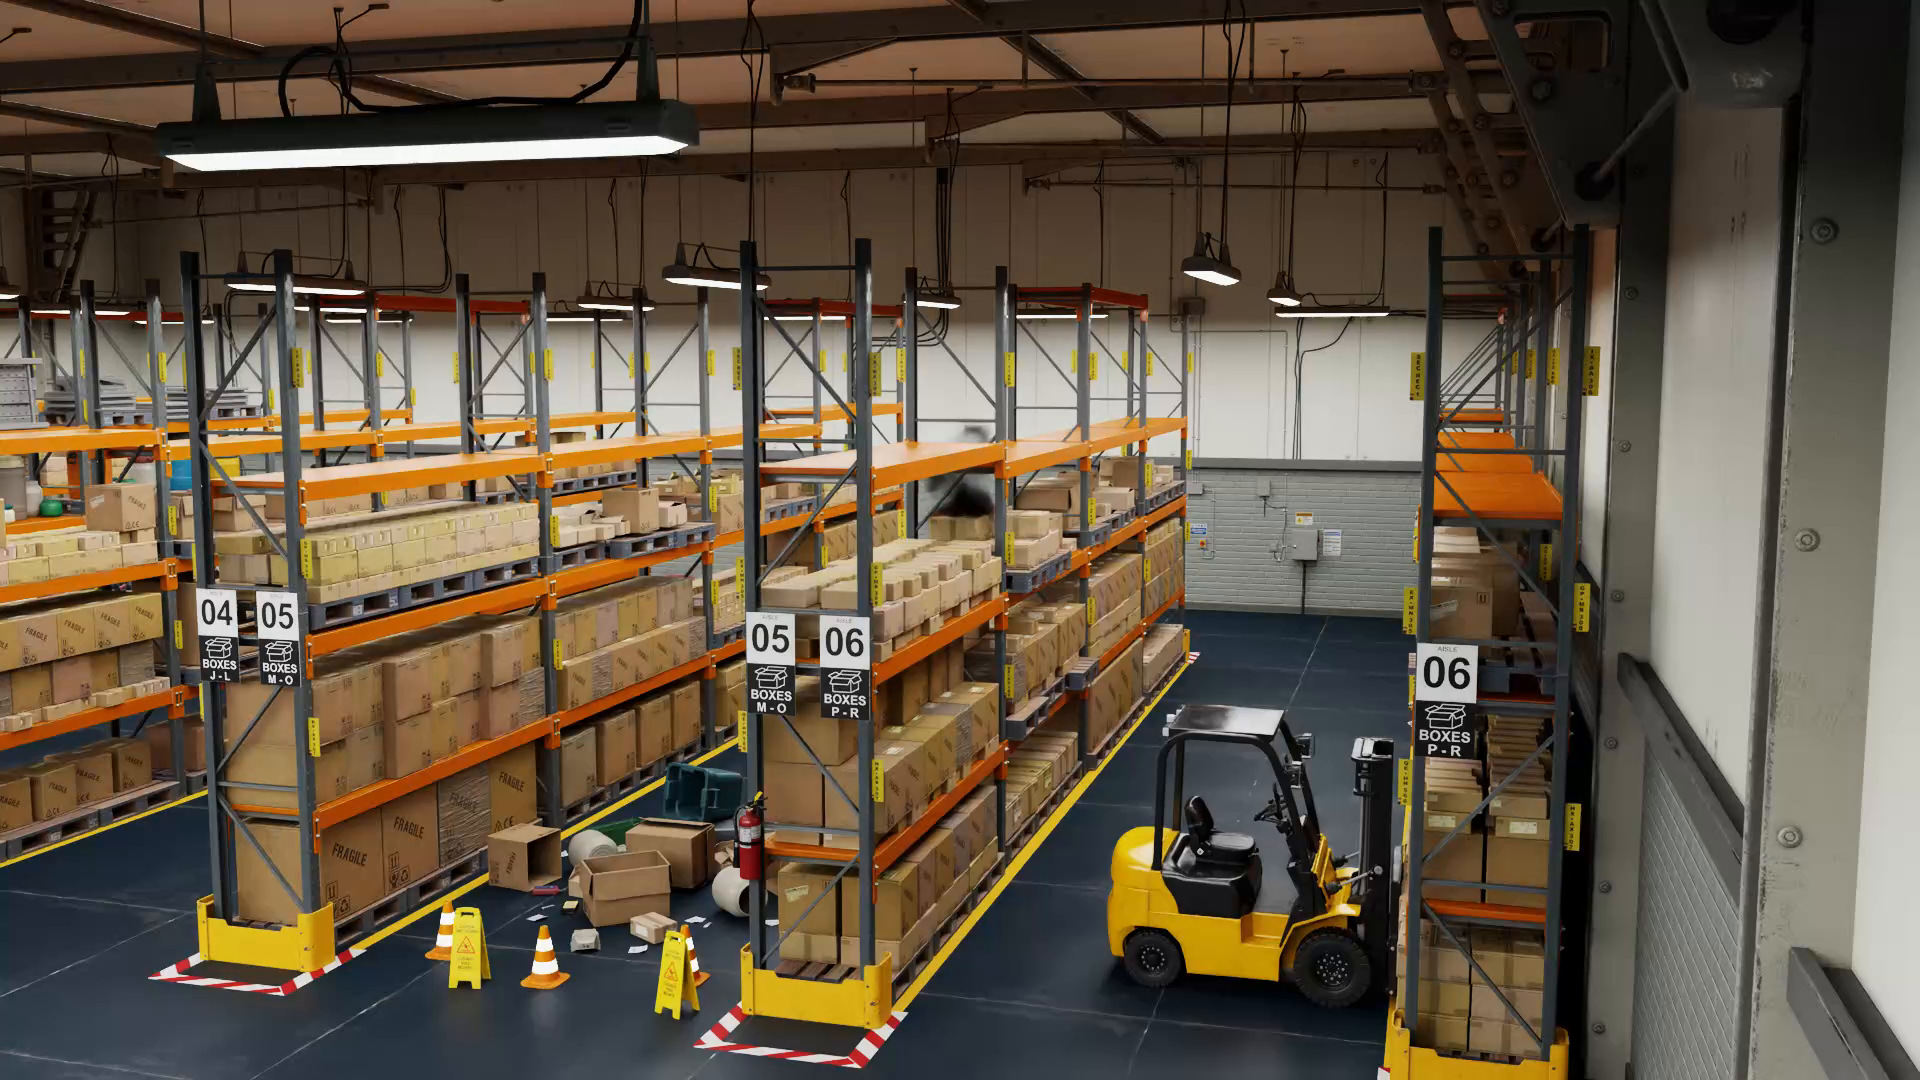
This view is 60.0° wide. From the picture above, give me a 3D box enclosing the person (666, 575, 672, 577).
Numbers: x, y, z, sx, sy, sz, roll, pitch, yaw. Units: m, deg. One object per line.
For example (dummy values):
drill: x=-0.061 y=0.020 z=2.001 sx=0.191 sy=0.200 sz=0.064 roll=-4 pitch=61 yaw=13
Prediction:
person: x=-4.422 y=1.427 z=25.569 sx=0.643 sy=1.788 sz=0.881 roll=3 pitch=7 yaw=23
